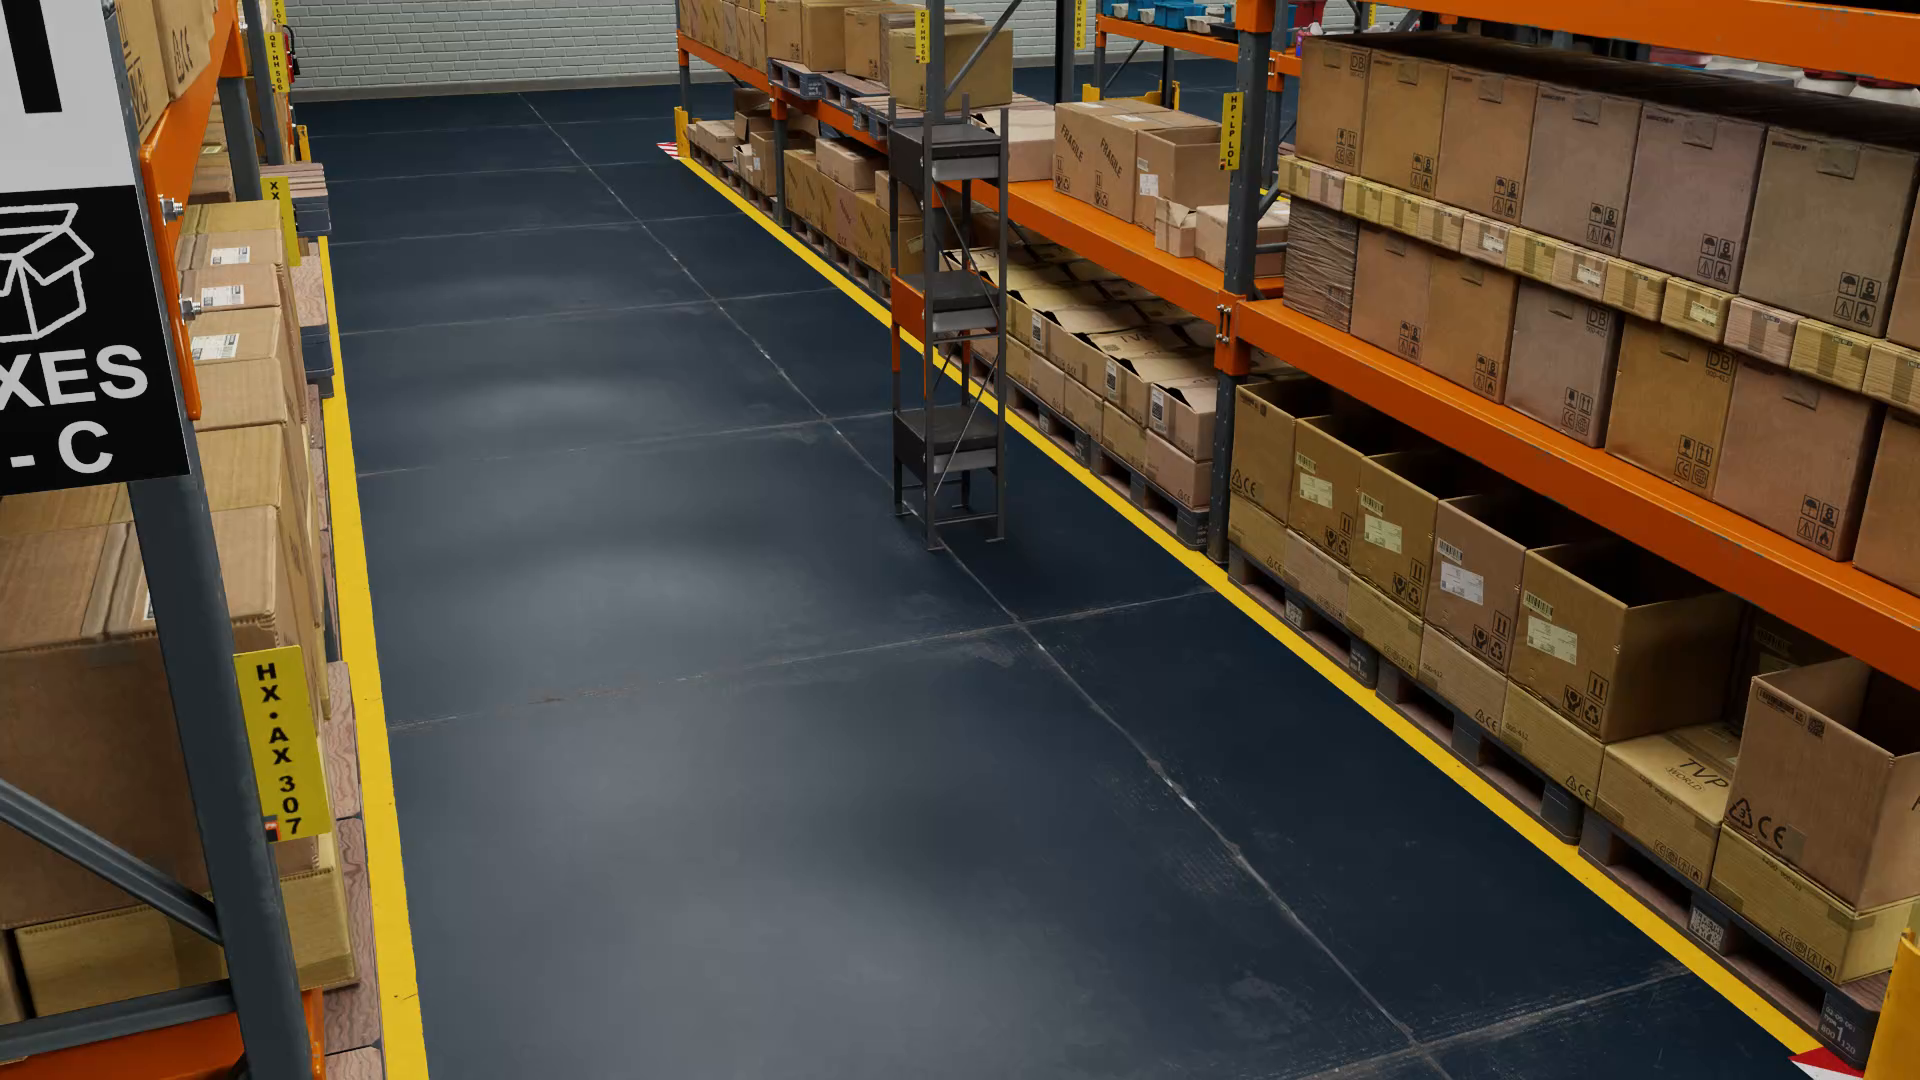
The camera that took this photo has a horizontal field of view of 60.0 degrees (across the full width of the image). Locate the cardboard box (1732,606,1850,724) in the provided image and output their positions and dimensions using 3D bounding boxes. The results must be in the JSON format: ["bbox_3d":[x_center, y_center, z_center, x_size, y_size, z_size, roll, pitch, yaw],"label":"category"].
[{"bbox_3d":[2.934,0.428,5.408,0.500,0.500,0.500,-8,24,-19],"label":"cardboard box"}]

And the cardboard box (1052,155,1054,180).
[{"bbox_3d":[0.771,-2.229,10.000,0.380,0.149,0.250,-7,24,-15],"label":"cardboard box"}]

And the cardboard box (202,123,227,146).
[{"bbox_3d":[-3.553,-1.543,7.355,0.700,0.500,0.500,-5,23,-12],"label":"cardboard box"}]

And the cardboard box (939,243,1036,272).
[{"bbox_3d":[0.178,-1.755,10.829,0.500,0.311,0.500,-7,24,-17],"label":"cardboard box"}]

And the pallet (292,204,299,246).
[{"bbox_3d":[-3.628,-1.317,7.761,1.003,0.211,1.213,-8,24,-19],"label":"pallet"}]

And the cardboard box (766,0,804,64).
[{"bbox_3d":[-1.187,-4.291,13.898,0.700,0.500,0.500,-18,29,-36],"label":"cardboard box"}]

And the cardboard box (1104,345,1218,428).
[{"bbox_3d":[1.080,-0.828,8.630,0.500,0.311,0.500,-8,24,-18],"label":"cardboard box"}]

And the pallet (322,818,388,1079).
[{"bbox_3d":[-2.247,1.302,4.889,1.003,0.211,1.213,-8,24,-19],"label":"pallet"}]

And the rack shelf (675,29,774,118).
[{"bbox_3d":[-1.852,-4.649,16.344,1.077,0.370,4.000,-8,24,-19],"label":"rack shelf"}]

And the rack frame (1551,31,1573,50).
[{"bbox_3d":[4.903,-3.479,12.642,1.000,3.000,0.127,-8,24,-19],"label":"rack frame"}]

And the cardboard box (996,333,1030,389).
[{"bbox_3d":[0.546,-1.126,10.058,0.500,0.250,0.500,-9,24,-20],"label":"cardboard box"}]

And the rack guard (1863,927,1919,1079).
[{"bbox_3d":[3.102,1.267,4.600,1.175,0.500,0.348,-8,24,-19],"label":"rack guard"}]

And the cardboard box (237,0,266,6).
[{"bbox_3d":[-4.841,-3.419,10.996,0.500,0.250,0.500,-9,24,-20],"label":"cardboard box"}]

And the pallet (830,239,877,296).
[{"bbox_3d":[-0.388,-2.234,13.280,1.003,0.211,1.213,-8,24,-19],"label":"pallet"}]

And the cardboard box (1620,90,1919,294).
[{"bbox_3d":[2.553,-1.102,5.202,0.700,0.500,0.500,-8,24,-19],"label":"cardboard box"}]

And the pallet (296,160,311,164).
[{"bbox_3d":[-6.836,-3.461,16.191,1.003,0.211,1.213,-8,24,-19],"label":"pallet"}]

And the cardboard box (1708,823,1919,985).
[{"bbox_3d":[2.628,1.026,4.954,0.500,0.250,0.500,-8,24,-19],"label":"cardboard box"}]

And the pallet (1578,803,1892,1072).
[{"bbox_3d":[2.785,1.119,5.323,1.003,0.211,1.213,-8,24,-19],"label":"pallet"}]

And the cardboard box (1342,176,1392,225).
[{"bbox_3d":[1.776,-1.383,6.706,0.380,0.149,0.250,-9,24,-20],"label":"cardboard box"}]

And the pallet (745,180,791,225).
[{"bbox_3d":[-1.387,-3.218,15.615,1.003,0.211,1.213,-8,24,-19],"label":"pallet"}]

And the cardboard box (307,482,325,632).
[{"bbox_3d":[-1.962,0.070,4.390,0.500,0.250,0.500,-8,24,-19],"label":"cardboard box"}]

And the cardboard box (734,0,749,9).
[{"bbox_3d":[-1.750,-5.095,15.059,0.500,0.500,0.500,-9,24,-20],"label":"cardboard box"}]

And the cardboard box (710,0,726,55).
[{"bbox_3d":[-2.111,-5.005,16.133,0.500,0.500,0.500,-8,24,-18],"label":"cardboard box"}]

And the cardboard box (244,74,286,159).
[{"bbox_3d":[-4.297,-2.523,9.837,0.500,0.500,0.500,-8,24,-17],"label":"cardboard box"}]

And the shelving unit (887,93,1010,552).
[{"bbox_3d":[-0.058,-1.028,7.985,0.431,2.100,0.503,-8,24,-19],"label":"shelving unit"}]

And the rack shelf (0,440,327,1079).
[{"bbox_3d":[-2.246,0.392,4.384,1.077,0.370,4.000,-8,24,-19],"label":"rack shelf"}]

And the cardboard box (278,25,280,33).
[{"bbox_3d":[-6.207,-4.176,13.911,0.980,0.700,0.700,-9,24,-20],"label":"cardboard box"}]

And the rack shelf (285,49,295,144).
[{"bbox_3d":[-6.485,-3.968,14.729,1.077,0.370,4.000,-8,24,-19],"label":"rack shelf"}]

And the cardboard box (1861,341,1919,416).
[{"bbox_3d":[2.687,-0.446,4.483,0.380,0.149,0.250,-8,24,-18],"label":"cardboard box"}]

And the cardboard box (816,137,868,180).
[{"bbox_3d":[-0.849,-3.078,13.377,0.500,0.250,0.500,-8,24,-19],"label":"cardboard box"}]

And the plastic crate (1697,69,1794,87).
[{"bbox_3d":[5.188,-2.879,11.136,0.402,0.464,0.583,-8,24,-19],"label":"plastic crate"}]

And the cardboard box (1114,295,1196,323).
[{"bbox_3d":[1.224,-1.275,9.690,0.500,0.311,0.500,-8,24,-18],"label":"cardboard box"}]

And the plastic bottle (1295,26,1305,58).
[{"bbox_3d":[3.220,-4.687,15.658,0.061,0.283,0.133,-8,24,-19],"label":"plastic bottle"}]

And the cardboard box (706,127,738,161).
[{"bbox_3d":[-2.278,-4.043,16.954,0.500,0.250,0.500,-8,24,-19],"label":"cardboard box"}]

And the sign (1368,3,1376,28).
[{"bbox_3d":[4.005,-5.134,16.214,0.100,0.325,0.005,-8,24,-19],"label":"sign"}]

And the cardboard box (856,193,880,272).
[{"bbox_3d":[-0.465,-2.347,12.608,0.500,0.500,0.500,-9,25,-21],"label":"cardboard box"}]

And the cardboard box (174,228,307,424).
[{"bbox_3d":[-2.314,-0.642,5.112,0.500,0.500,0.500,-8,24,-19],"label":"cardboard box"}]

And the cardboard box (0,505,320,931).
[{"bbox_3d":[-1.427,0.287,2.909,0.500,0.500,0.500,-8,24,-19],"label":"cardboard box"}]

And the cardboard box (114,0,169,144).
[{"bbox_3d":[-1.423,-0.806,2.284,0.500,0.500,0.500,-8,24,-18],"label":"cardboard box"}]

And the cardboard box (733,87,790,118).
[{"bbox_3d":[-2.136,-4.594,17.940,0.500,0.500,0.500,-8,24,-19],"label":"cardboard box"}]

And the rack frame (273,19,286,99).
[{"bbox_3d":[-5.778,-3.573,12.865,1.000,3.000,0.127,-8,24,-19],"label":"rack frame"}]

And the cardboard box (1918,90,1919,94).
[{"bbox_3d":[9.312,-3.626,15.187,1.225,0.875,0.875,-10,25,-21],"label":"cardboard box"}]

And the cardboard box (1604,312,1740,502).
[{"bbox_3d":[2.581,-0.482,5.404,0.700,0.500,0.500,-8,24,-19],"label":"cardboard box"}]

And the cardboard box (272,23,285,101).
[{"bbox_3d":[-5.190,-3.448,12.031,0.500,0.500,0.500,-8,24,-19],"label":"cardboard box"}]

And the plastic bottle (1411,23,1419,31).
[{"bbox_3d":[4.186,-4.553,15.254,0.144,0.351,0.185,-8,24,-19],"label":"plastic bottle"}]

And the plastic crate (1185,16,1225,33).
[{"bbox_3d":[2.594,-5.430,17.533,0.293,0.136,0.466,-8,24,-19],"label":"plastic crate"}]

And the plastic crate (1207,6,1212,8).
[{"bbox_3d":[2.623,-5.913,18.679,0.396,0.136,0.243,-8,24,-19],"label":"plastic crate"}]

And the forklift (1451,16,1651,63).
[{"bbox_3d":[3.203,-2.271,9.864,1.130,2.935,3.031,-5,23,-11],"label":"forklift"}]

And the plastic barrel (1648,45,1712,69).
[{"bbox_3d":[5.350,-3.414,12.314,0.600,0.536,0.708,-8,24,-19],"label":"plastic barrel"}]

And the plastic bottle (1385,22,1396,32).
[{"bbox_3d":[3.986,-4.601,15.367,0.144,0.351,0.185,-8,24,-19],"label":"plastic bottle"}]

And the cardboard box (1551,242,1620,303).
[{"bbox_3d":[2.231,-0.915,5.594,0.380,0.149,0.250,-9,24,-20],"label":"cardboard box"}]

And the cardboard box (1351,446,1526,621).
[{"bbox_3d":[1.905,-0.044,6.527,0.500,0.500,0.500,-8,24,-19],"label":"cardboard box"}]

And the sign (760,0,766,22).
[{"bbox_3d":[-1.650,-4.576,14.129,0.100,0.325,0.005,-8,24,-19],"label":"sign"}]

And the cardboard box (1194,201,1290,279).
[{"bbox_3d":[1.466,-1.451,8.023,0.500,0.250,0.500,-7,24,-16],"label":"cardboard box"}]

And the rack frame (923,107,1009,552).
[{"bbox_3d":[0.028,-0.939,7.775,0.400,2.100,0.015,-8,24,-19],"label":"rack frame"}]

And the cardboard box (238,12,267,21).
[{"bbox_3d":[-4.475,-3.053,10.128,0.500,0.250,0.500,-9,24,-20],"label":"cardboard box"}]

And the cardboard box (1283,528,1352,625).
[{"bbox_3d":[1.733,0.119,7.105,0.500,0.250,0.500,-8,24,-19],"label":"cardboard box"}]

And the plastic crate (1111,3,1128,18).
[{"bbox_3d":[1.892,-6.029,18.954,0.250,0.136,0.298,-8,24,-19],"label":"plastic crate"}]

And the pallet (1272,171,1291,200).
[{"bbox_3d":[3.724,-3.361,15.953,1.003,0.211,1.213,-8,24,-19],"label":"pallet"}]
